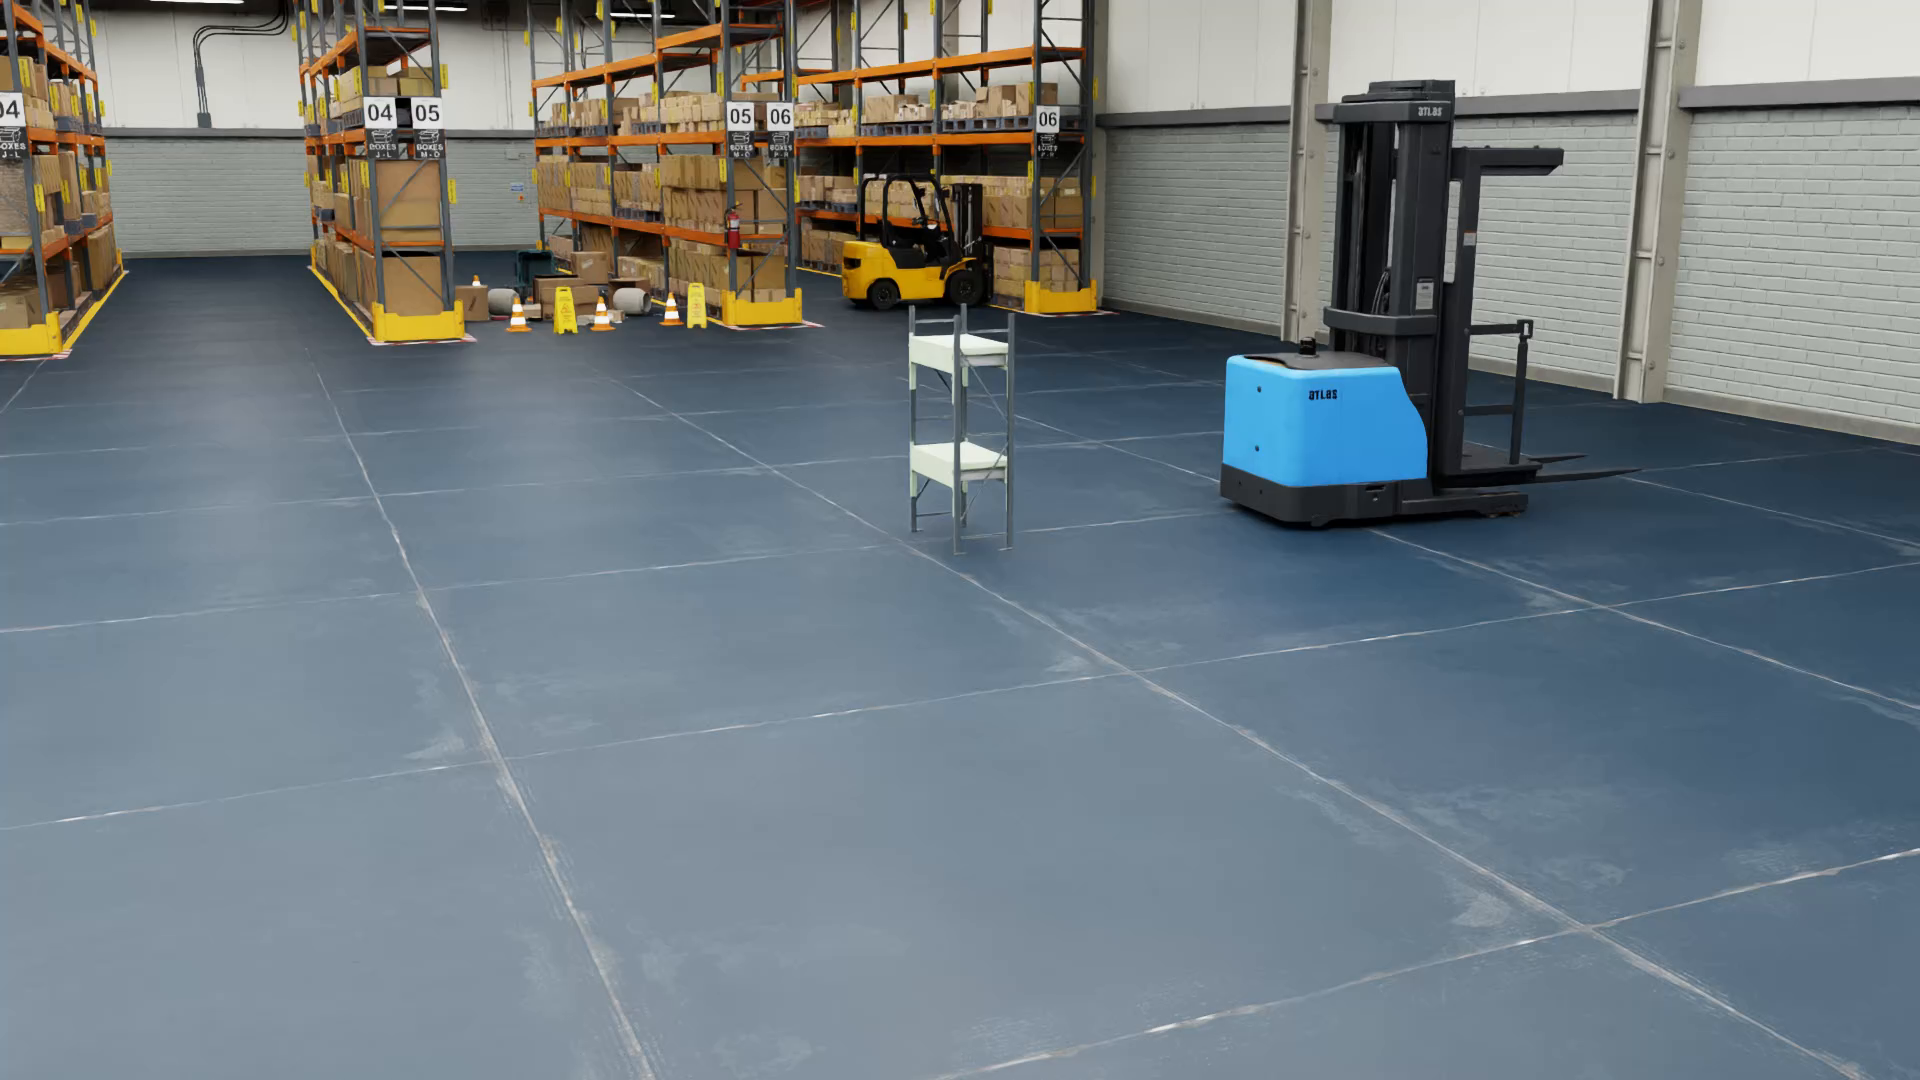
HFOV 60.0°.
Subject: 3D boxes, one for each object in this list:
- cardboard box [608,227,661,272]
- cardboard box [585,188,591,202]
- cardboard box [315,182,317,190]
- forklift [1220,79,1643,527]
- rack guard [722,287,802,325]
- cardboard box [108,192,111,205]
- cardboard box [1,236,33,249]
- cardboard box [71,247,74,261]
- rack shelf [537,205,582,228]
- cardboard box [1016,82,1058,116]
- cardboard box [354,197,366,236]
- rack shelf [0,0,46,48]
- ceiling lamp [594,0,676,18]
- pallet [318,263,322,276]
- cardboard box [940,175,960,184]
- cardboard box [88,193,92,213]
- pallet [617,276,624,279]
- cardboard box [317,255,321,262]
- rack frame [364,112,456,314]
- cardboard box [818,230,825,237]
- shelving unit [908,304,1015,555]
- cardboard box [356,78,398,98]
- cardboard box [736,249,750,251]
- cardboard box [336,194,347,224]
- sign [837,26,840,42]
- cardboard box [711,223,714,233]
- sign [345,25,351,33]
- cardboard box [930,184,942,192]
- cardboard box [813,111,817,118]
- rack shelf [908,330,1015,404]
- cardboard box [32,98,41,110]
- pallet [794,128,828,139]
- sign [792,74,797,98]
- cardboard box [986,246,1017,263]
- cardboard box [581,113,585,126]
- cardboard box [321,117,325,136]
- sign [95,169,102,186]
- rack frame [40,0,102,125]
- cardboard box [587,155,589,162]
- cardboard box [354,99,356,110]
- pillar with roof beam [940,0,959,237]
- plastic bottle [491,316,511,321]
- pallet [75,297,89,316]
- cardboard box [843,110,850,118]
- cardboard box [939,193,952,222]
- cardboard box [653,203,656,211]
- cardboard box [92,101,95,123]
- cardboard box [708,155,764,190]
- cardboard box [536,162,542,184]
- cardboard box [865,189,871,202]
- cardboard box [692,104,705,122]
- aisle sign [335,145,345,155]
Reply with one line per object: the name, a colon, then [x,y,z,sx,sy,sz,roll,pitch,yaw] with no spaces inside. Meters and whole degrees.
cardboard box: [-6.335,-5.677,32.526,0.875,0.875,0.875,-6,14,-23]
cardboard box: [-7.203,-6.922,33.348,0.500,0.250,0.500,-6,14,-25]
cardboard box: [-12.077,-6.750,31.688,0.380,0.149,0.250,-6,14,-23]
forklift: [3.439,-1.690,11.672,3.031,2.935,1.130,-4,14,-18]
rack guard: [-2.961,-3.502,24.893,1.175,0.500,0.348,-6,14,-23]
cardboard box: [-17.982,-7.111,34.613,0.500,0.250,0.500,-6,14,-24]
cardboard box: [-11.906,-3.767,21.052,0.380,0.149,0.250,-6,14,-23]
cardboard box: [-14.919,-4.688,27.379,0.500,0.250,0.500,-5,14,-21]
rack shelf: [-8.538,-7.246,37.122,1.077,0.370,4.000,-6,14,-23]
cardboard box: [1.216,-6.986,26.376,0.500,0.500,0.500,-5,14,-21]
cardboard box: [-8.519,-4.827,24.741,0.875,0.550,0.550,-6,14,-23]
rack shelf: [-12.812,-6.793,21.867,1.077,0.370,4.000,-6,14,-23]
ceiling lamp: [-8.000,-14.569,40.916,2.000,3.185,0.800,-6,14,-23]
pallet: [-13.026,-5.745,35.225,1.003,0.211,1.213,-6,14,-23]
cardboard box: [-0.130,-6.397,29.537,0.380,0.149,0.250,-5,14,-22]
cardboard box: [-15.578,-5.848,29.262,0.500,0.500,0.500,-6,14,-24]
pallet: [-5.823,-4.837,31.301,1.003,0.211,1.213,-6,14,-23]
cardboard box: [-13.630,-6.060,35.794,0.380,0.149,0.250,-5,14,-22]
rack frame: [-7.425,-4.236,22.522,1.000,3.000,0.127,-6,14,-23]
cardboard box: [-2.873,-6.680,36.252,0.380,0.149,0.250,-6,14,-24]
shelving unit: [0.003,-0.729,10.695,0.431,1.500,0.755,-6,14,-23]
cardboard box: [-7.877,-6.099,22.436,0.500,0.250,0.500,-5,14,-22]
cardboard box: [-3.639,-4.453,26.961,0.500,0.500,0.500,-5,14,-20]
cardboard box: [-10.290,-5.612,28.243,0.500,0.500,0.500,-6,14,-23]
sign: [-2.684,-11.139,36.618,0.100,0.325,0.005,-6,14,-23]
cardboard box: [-3.562,-4.737,25.242,0.380,0.149,0.250,-6,14,-24]
sign: [-13.318,-11.043,36.203,0.100,0.325,0.005,-6,14,-23]
cardboard box: [-0.326,-6.395,30.189,0.380,0.149,0.250,-5,14,-21]
cardboard box: [-2.894,-9.009,35.233,0.380,0.149,0.250,-6,14,-23]
rack shelf: [0.003,-1.110,10.607,0.431,0.370,0.720,-6,14,-23]
cardboard box: [-12.685,-5.905,22.529,0.380,0.149,0.250,-5,14,-20]
pallet: [-2.994,-8.861,36.270,1.213,0.211,1.003,-6,14,-23]
sign: [-2.433,-6.641,24.319,0.100,0.325,0.005,-6,14,-23]
cardboard box: [0.725,-4.781,27.824,0.500,0.250,0.500,-5,14,-22]
cardboard box: [-7.326,-8.375,33.118,0.396,0.266,0.258,-4,14,-18]
cardboard box: [-11.304,-7.596,30.165,0.500,0.500,0.500,-6,14,-23]
sign: [-16.324,-6.865,31.487,0.100,0.325,0.005,-6,14,-23]
rack frame: [-18.420,-10.038,34.283,1.000,3.000,0.127,-6,14,-23]
cardboard box: [-7.884,-8.225,35.876,0.380,0.149,0.250,-6,14,-24]
cardboard box: [-8.173,-6.024,22.998,0.380,0.149,0.250,-5,14,-22]
pillar with roof beam: [-4.185,-9.152,30.457,9.100,9.000,0.400,-6,14,-23]
plastic bottle: [-7.002,-3.388,25.372,0.283,0.061,0.133,-12,18,-42]
pallet: [-14.419,-3.690,26.346,1.003,0.211,1.213,-6,14,-23]
cardboard box: [-2.159,-8.692,33.911,0.380,0.149,0.250,-6,14,-25]
cardboard box: [-0.048,-5.913,29.546,0.500,0.500,0.500,-6,14,-25]
cardboard box: [-5.081,-5.750,28.689,0.380,0.149,0.250,-6,14,-25]
cardboard box: [-18.162,-8.776,34.108,0.700,0.500,0.500,-7,15,-26]
cardboard box: [-3.335,-5.471,24.757,0.700,0.500,0.500,-6,14,-24]
cardboard box: [-9.408,-8.421,38.163,0.500,0.500,0.500,-6,14,-24]
cardboard box: [-1.657,-6.861,33.085,0.500,0.250,0.500,-6,14,-23]
cardboard box: [-3.795,-6.530,25.451,0.500,0.250,0.500,-5,14,-21]
aisle sign: [-13.589,-8.851,36.694,0.394,0.787,0.004,-6,14,-23]
